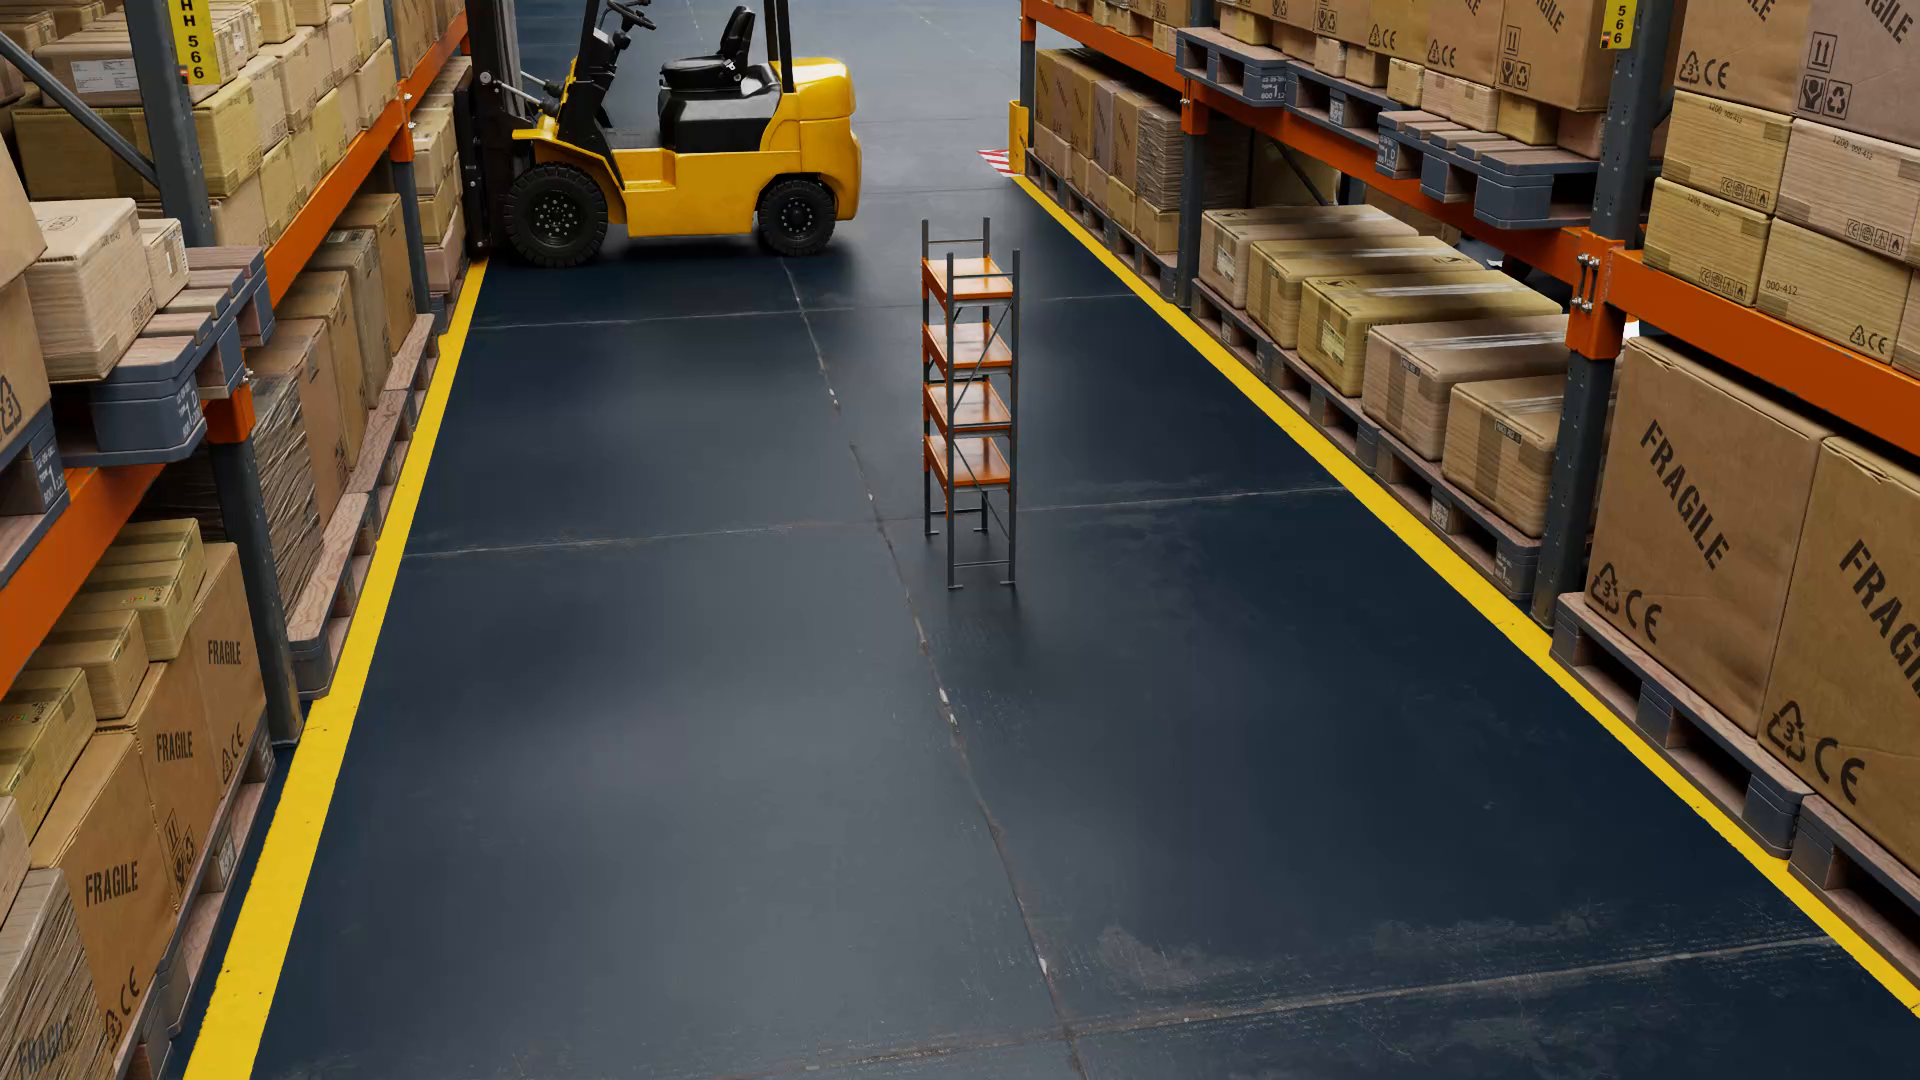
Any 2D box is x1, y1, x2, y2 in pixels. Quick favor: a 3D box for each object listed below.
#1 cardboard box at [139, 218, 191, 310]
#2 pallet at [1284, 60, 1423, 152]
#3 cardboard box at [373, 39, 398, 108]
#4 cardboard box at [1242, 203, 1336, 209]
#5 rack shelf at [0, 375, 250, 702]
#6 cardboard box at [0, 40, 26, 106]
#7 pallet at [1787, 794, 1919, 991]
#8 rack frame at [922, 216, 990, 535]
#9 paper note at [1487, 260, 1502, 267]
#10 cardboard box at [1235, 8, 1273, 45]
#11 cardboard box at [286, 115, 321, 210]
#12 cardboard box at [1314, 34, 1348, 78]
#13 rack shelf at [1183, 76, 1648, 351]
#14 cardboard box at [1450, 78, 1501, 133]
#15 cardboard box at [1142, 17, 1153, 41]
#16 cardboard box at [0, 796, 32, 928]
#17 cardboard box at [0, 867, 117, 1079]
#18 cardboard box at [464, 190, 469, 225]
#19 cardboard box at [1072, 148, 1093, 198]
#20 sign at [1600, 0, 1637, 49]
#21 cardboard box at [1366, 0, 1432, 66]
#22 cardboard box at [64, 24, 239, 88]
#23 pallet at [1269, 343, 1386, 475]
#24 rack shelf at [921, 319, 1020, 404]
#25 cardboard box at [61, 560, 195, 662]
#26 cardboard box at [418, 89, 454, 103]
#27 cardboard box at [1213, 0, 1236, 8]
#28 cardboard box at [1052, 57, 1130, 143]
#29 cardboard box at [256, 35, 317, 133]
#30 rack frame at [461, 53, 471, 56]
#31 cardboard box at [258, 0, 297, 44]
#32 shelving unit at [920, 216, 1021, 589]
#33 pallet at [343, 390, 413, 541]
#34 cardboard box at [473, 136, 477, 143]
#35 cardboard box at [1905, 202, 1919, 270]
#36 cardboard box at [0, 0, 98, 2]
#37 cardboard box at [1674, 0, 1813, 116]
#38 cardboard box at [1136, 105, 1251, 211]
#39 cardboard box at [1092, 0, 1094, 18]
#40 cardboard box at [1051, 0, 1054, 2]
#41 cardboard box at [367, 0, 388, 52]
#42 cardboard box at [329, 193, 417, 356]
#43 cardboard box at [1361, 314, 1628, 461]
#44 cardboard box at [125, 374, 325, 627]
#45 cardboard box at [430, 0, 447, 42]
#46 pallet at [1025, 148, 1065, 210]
[{"bbox_3d":[-1.943,-0.604,3.675,0.380,0.149,0.250,-4,24,-9],"label":"cardboard box"},{"bbox_3d":[2.030,-1.813,6.894,1.003,0.211,1.213,-4,24,-10],"label":"pallet"},{"bbox_3d":[-2.830,-2.083,7.458,0.500,0.250,0.500,-4,24,-9],"label":"cardboard box"},{"bbox_3d":[1.853,-1.883,9.725,0.500,0.250,0.500,-5,24,-12],"label":"cardboard box"},{"bbox_3d":[-2.071,0.360,2.578,1.077,0.370,4.000,-4,24,-10],"label":"rack shelf"},{"bbox_3d":[-2.700,-1.213,4.344,0.380,0.149,0.250,-4,24,-8],"label":"cardboard box"},{"bbox_3d":[2.730,0.947,3.818,1.003,0.211,1.213,-4,24,-10],"label":"pallet"},{"bbox_3d":[-0.014,-0.581,6.081,0.240,1.200,0.015,-4,24,-10],"label":"rack frame"},{"bbox_3d":[3.275,-1.673,10.043,0.148,0.019,0.142,-4,24,-10],"label":"paper note"},{"bbox_3d":[1.526,-2.437,7.870,0.380,0.149,0.250,-4,24,-9],"label":"cardboard box"},{"bbox_3d":[-2.473,-1.281,5.623,0.500,0.250,0.500,-5,24,-11],"label":"cardboard box"},{"bbox_3d":[1.702,-2.021,6.918,0.380,0.149,0.250,-3,24,-8],"label":"cardboard box"},{"bbox_3d":[2.067,-1.583,7.025,1.077,0.370,4.000,-4,24,-10],"label":"rack shelf"},{"bbox_3d":[1.933,-1.510,5.750,0.380,0.149,0.250,-5,24,-10],"label":"cardboard box"},{"bbox_3d":[1.281,-2.993,9.668,0.380,0.149,0.250,-5,24,-10],"label":"cardboard box"},{"bbox_3d":[-1.883,0.598,2.921,0.380,0.149,0.250,-5,24,-12],"label":"cardboard box"},{"bbox_3d":[-1.856,0.953,2.919,0.500,0.500,0.500,-5,24,-12],"label":"cardboard box"},{"bbox_3d":[-3.239,-2.078,10.171,0.500,0.250,0.500,-4,24,-8],"label":"cardboard box"},{"bbox_3d":[1.035,-2.452,11.027,0.500,0.250,0.500,-3,24,-6],"label":"cardboard box"},{"bbox_3d":[1.905,-1.576,4.763,0.100,0.325,0.005,-4,24,-10],"label":"sign"},{"bbox_3d":[1.878,-2.059,6.196,0.500,0.500,0.500,-6,24,-13],"label":"cardboard box"},{"bbox_3d":[-2.261,-1.352,4.662,0.380,0.149,0.250,-4,24,-9],"label":"cardboard box"},{"bbox_3d":[2.071,-0.634,7.438,1.003,0.211,1.213,-4,24,-10],"label":"pallet"},{"bbox_3d":[0.031,-0.628,5.798,0.258,0.148,0.480,-4,24,-10],"label":"rack shelf"},{"bbox_3d":[-2.020,0.180,3.879,0.380,0.149,0.250,-6,24,-12],"label":"cardboard box"},{"bbox_3d":[-3.239,-2.538,9.975,0.500,0.250,0.500,-5,24,-11],"label":"cardboard box"},{"bbox_3d":[1.502,-2.868,8.048,0.500,0.500,0.500,-4,24,-8],"label":"cardboard box"},{"bbox_3d":[0.940,-2.996,11.336,0.500,0.500,0.500,-5,24,-12],"label":"cardboard box"},{"bbox_3d":[-2.453,-1.514,5.532,0.500,0.250,0.500,-5,24,-11],"label":"cardboard box"},{"bbox_3d":[-3.920,-3.903,11.440,1.000,3.000,0.127,-4,24,-10],"label":"rack frame"},{"bbox_3d":[-2.460,-1.754,5.583,0.380,0.149,0.250,-4,24,-9],"label":"cardboard box"},{"bbox_3d":[0.031,-0.485,5.861,0.258,1.200,0.503,-4,24,-10],"label":"shelving unit"},{"bbox_3d":[-2.777,-0.284,6.638,1.003,0.211,1.213,-4,24,-10],"label":"pallet"},{"bbox_3d":[-3.325,-2.497,10.506,0.500,0.250,0.500,-5,24,-11],"label":"cardboard box"},{"bbox_3d":[2.462,-0.668,3.595,0.500,0.250,0.500,-4,24,-10],"label":"cardboard box"},{"bbox_3d":[-3.060,-1.706,5.473,0.380,0.149,0.250,-5,24,-11],"label":"cardboard box"},{"bbox_3d":[2.287,-1.418,4.374,0.500,0.500,0.500,-5,24,-12],"label":"cardboard box"},{"bbox_3d":[1.324,-2.188,9.485,0.500,0.500,0.500,-5,24,-10],"label":"cardboard box"},{"bbox_3d":[1.057,-3.392,10.582,0.380,0.149,0.250,-5,24,-11],"label":"cardboard box"},{"bbox_3d":[0.846,-3.800,11.516,0.380,0.149,0.250,-5,24,-11],"label":"cardboard box"},{"bbox_3d":[-2.839,-2.316,7.368,0.500,0.250,0.500,-5,24,-11],"label":"cardboard box"},{"bbox_3d":[-3.073,-1.230,7.761,0.875,0.625,0.625,-3,24,-7],"label":"cardboard box"},{"bbox_3d":[2.197,-0.626,6.695,0.950,0.372,0.625,-5,24,-11],"label":"cardboard box"},{"bbox_3d":[-2.543,-0.107,5.190,0.875,0.625,0.625,-4,24,-8],"label":"cardboard box"},{"bbox_3d":[-3.286,-3.172,9.640,0.500,0.500,0.500,-4,24,-9],"label":"cardboard box"},{"bbox_3d":[1.087,-2.642,12.036,1.003,0.211,1.213,-4,24,-10],"label":"pallet"}]
